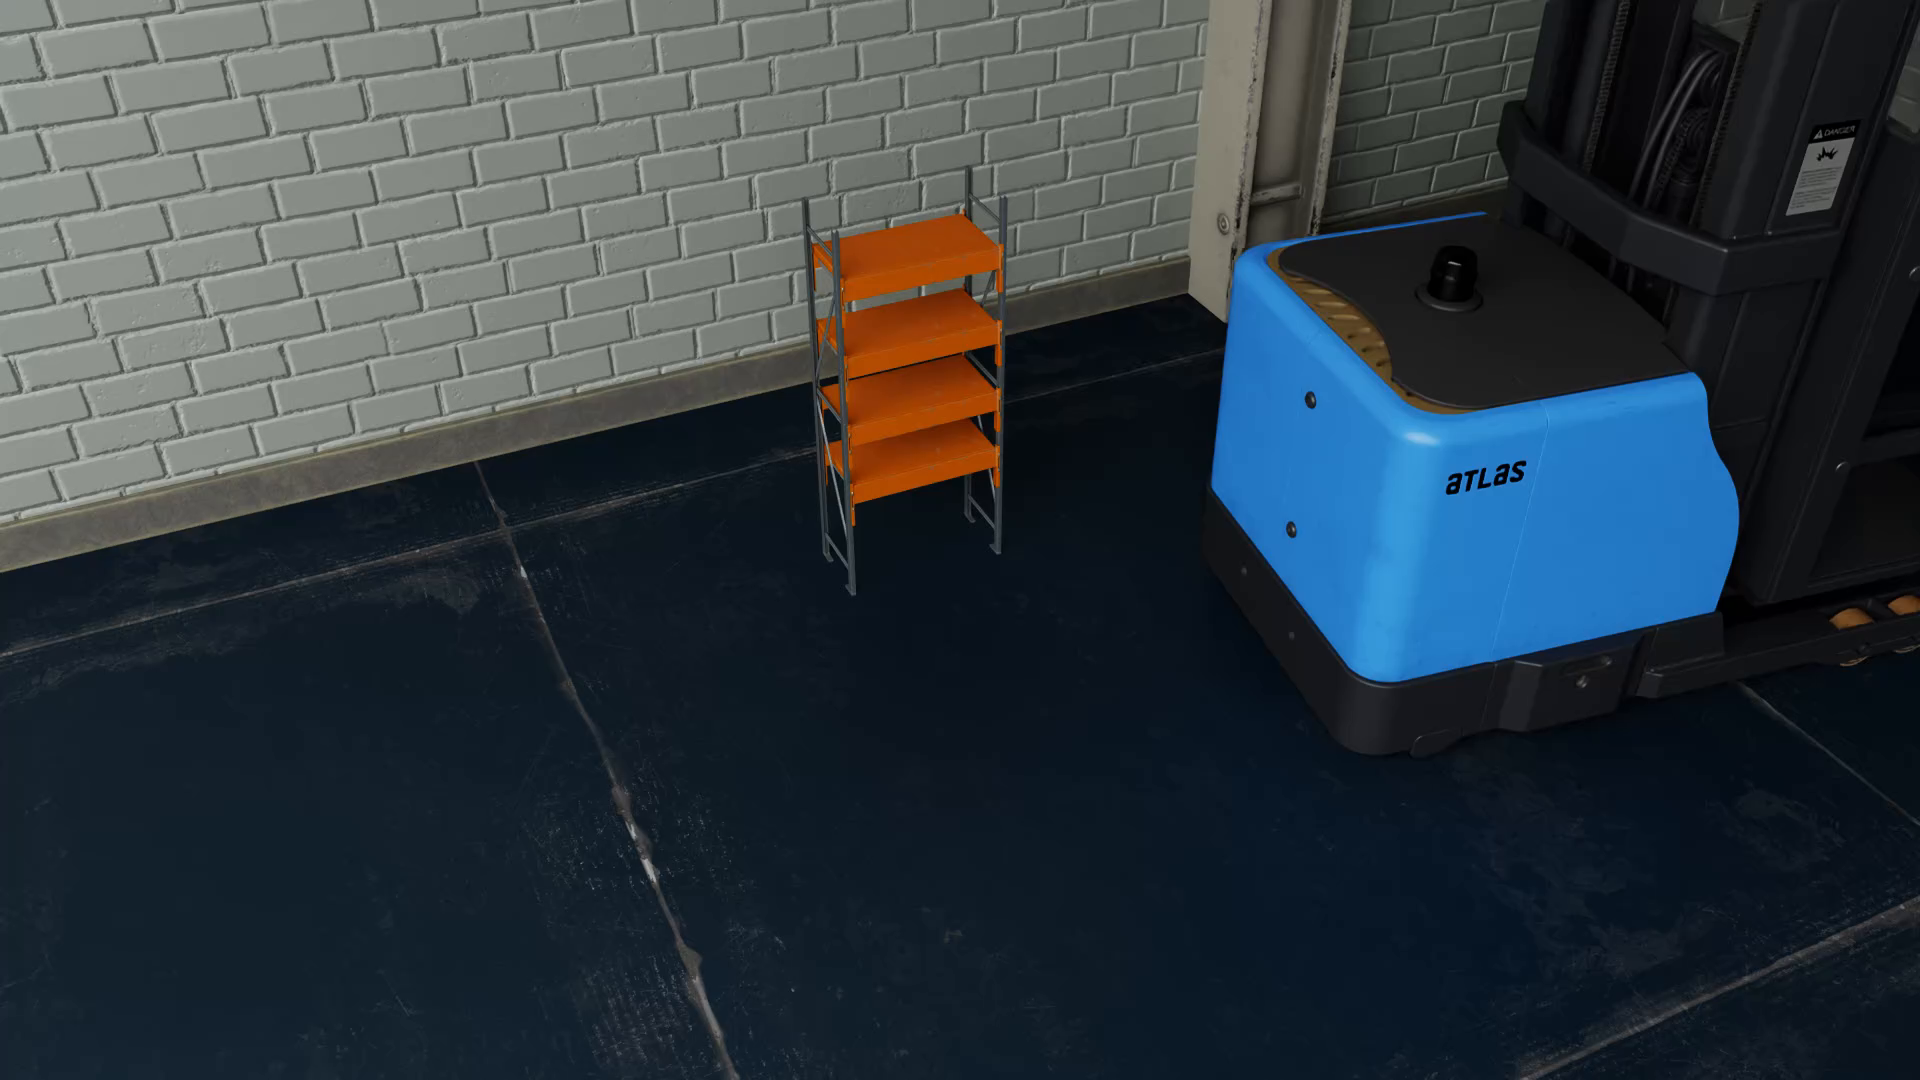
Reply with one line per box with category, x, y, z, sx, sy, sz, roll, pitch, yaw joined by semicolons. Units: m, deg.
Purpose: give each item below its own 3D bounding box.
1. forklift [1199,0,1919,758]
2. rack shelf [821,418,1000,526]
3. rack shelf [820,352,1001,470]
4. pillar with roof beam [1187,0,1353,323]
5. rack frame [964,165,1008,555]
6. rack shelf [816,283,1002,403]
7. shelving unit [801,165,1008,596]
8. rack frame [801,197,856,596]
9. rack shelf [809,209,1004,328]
forklift;2.307;-1.106;4.281;3.031;2.935;1.130;-11;38;-14
rack shelf;-0.150;-0.226;4.994;0.480;0.148;0.258;-16;39;-20
rack shelf;-0.150;-0.386;4.876;0.480;0.148;0.258;-16;39;-20
pillar with roof beam;2.960;-2.256;0.738;0.400;9.000;9.100;-16;39;-20
rack frame;0.071;-0.502;4.919;0.015;1.200;0.240;-16;39;-20
rack shelf;-0.150;-0.566;4.743;0.480;0.148;0.258;-16;39;-20
shelving unit;-0.150;-0.440;4.836;0.503;1.200;0.258;-16;39;-20
rack frame;-0.371;-0.378;4.753;0.015;1.200;0.240;-16;39;-20
rack shelf;-0.150;-0.756;4.602;0.480;0.148;0.258;-16;39;-20
